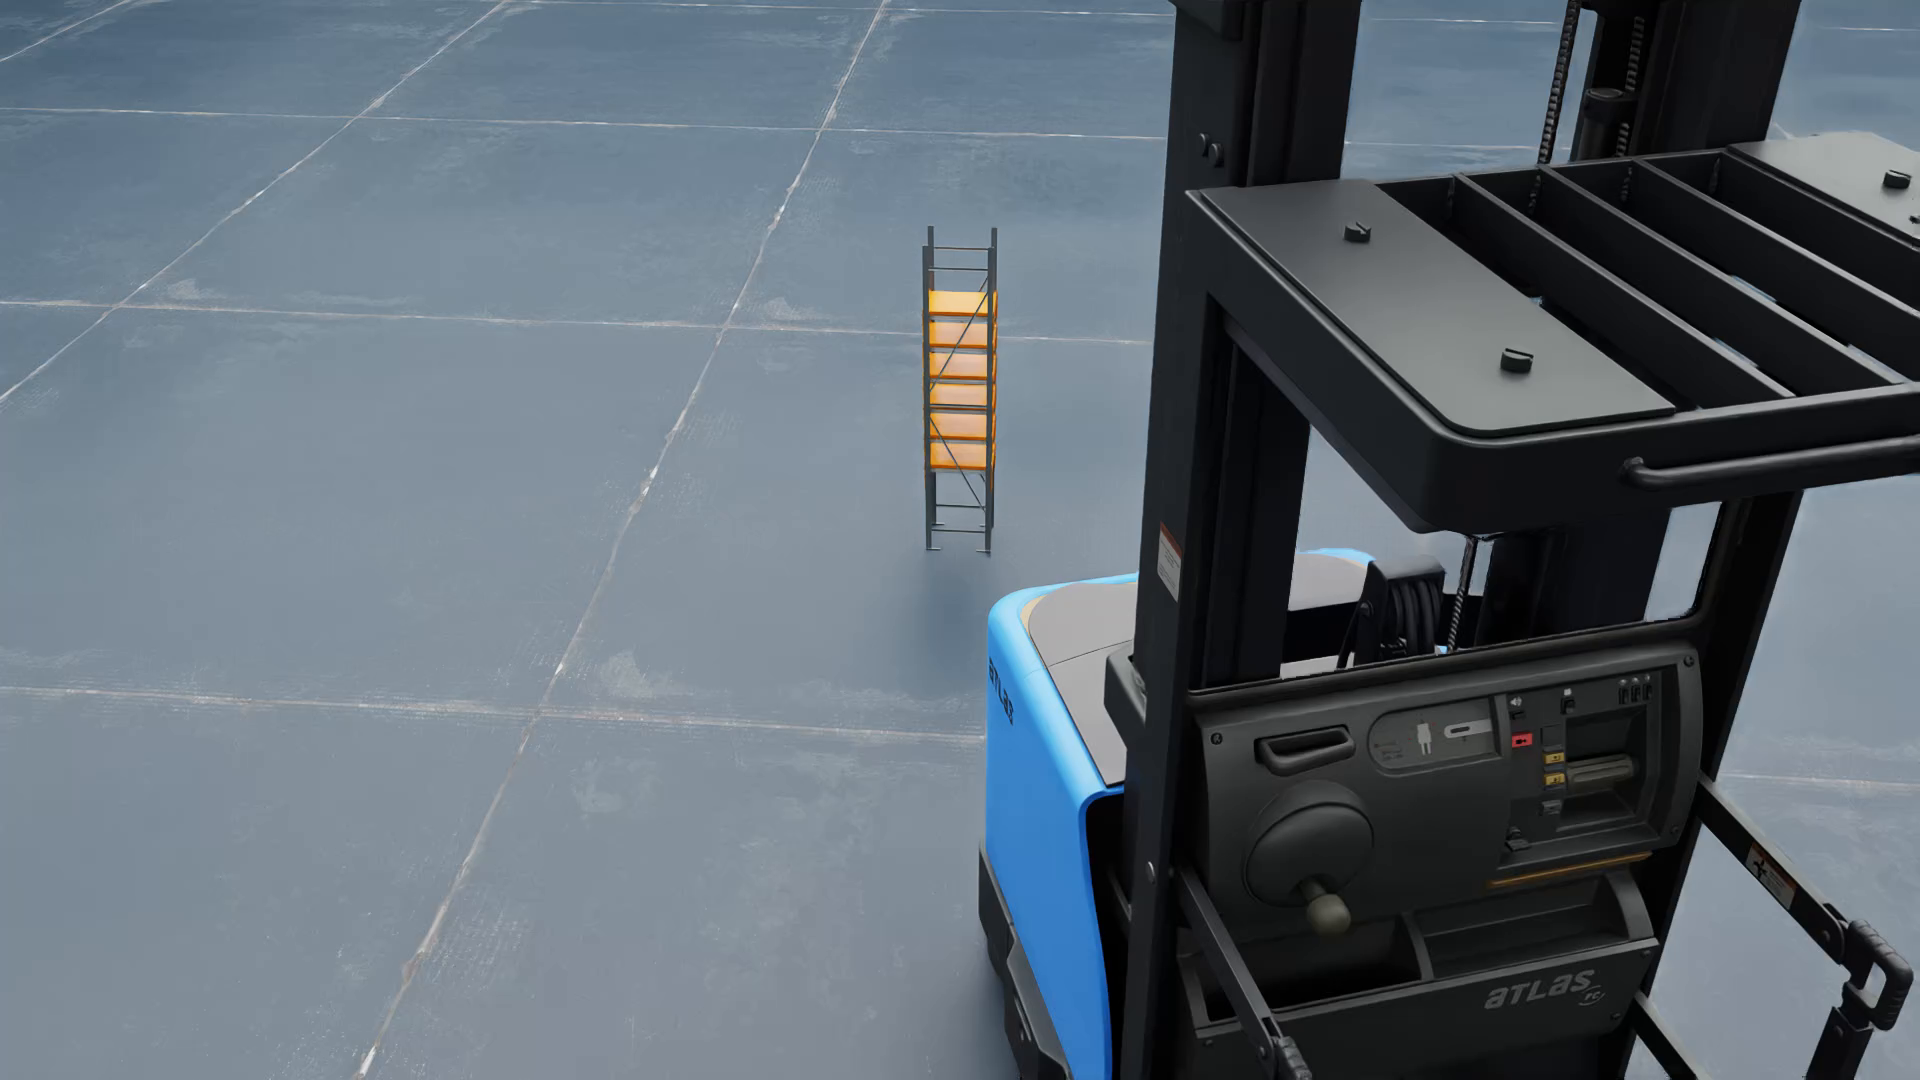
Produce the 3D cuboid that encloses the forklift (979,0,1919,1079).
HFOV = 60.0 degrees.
[{"bbox_3d":[0.908,0.479,2.679,1.130,2.935,3.031,-8,32,-12],"label":"forklift"}]

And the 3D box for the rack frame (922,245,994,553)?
[{"bbox_3d":[-0.006,-0.471,5.870,0.240,1.200,0.006,2,32,4],"label":"rack frame"}]

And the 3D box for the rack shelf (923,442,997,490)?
[{"bbox_3d":[0.001,-0.276,6.097,0.258,0.103,0.180,2,32,4],"label":"rack shelf"}]

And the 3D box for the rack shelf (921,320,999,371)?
[{"bbox_3d":[0.001,-0.685,5.845,0.258,0.103,0.180,2,32,4],"label":"rack shelf"}]

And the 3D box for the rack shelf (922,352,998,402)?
[{"bbox_3d":[0.001,-0.583,5.908,0.258,0.103,0.180,2,32,4],"label":"rack shelf"}]

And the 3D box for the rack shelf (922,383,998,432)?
[{"bbox_3d":[0.001,-0.481,5.971,0.258,0.103,0.180,2,32,4],"label":"rack shelf"}]

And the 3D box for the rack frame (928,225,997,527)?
[{"bbox_3d":[0.009,-0.566,6.025,0.240,1.200,0.006,2,32,4],"label":"rack frame"}]

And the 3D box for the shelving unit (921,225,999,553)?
[{"bbox_3d":[0.001,-0.518,5.947,0.258,1.200,0.189,2,32,4],"label":"shelving unit"}]

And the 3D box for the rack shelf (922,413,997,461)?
[{"bbox_3d":[0.001,-0.378,6.034,0.258,0.103,0.180,2,32,4],"label":"rack shelf"}]

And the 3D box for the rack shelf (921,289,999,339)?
[{"bbox_3d":[0.001,-0.787,5.782,0.258,0.103,0.180,2,32,4],"label":"rack shelf"}]
